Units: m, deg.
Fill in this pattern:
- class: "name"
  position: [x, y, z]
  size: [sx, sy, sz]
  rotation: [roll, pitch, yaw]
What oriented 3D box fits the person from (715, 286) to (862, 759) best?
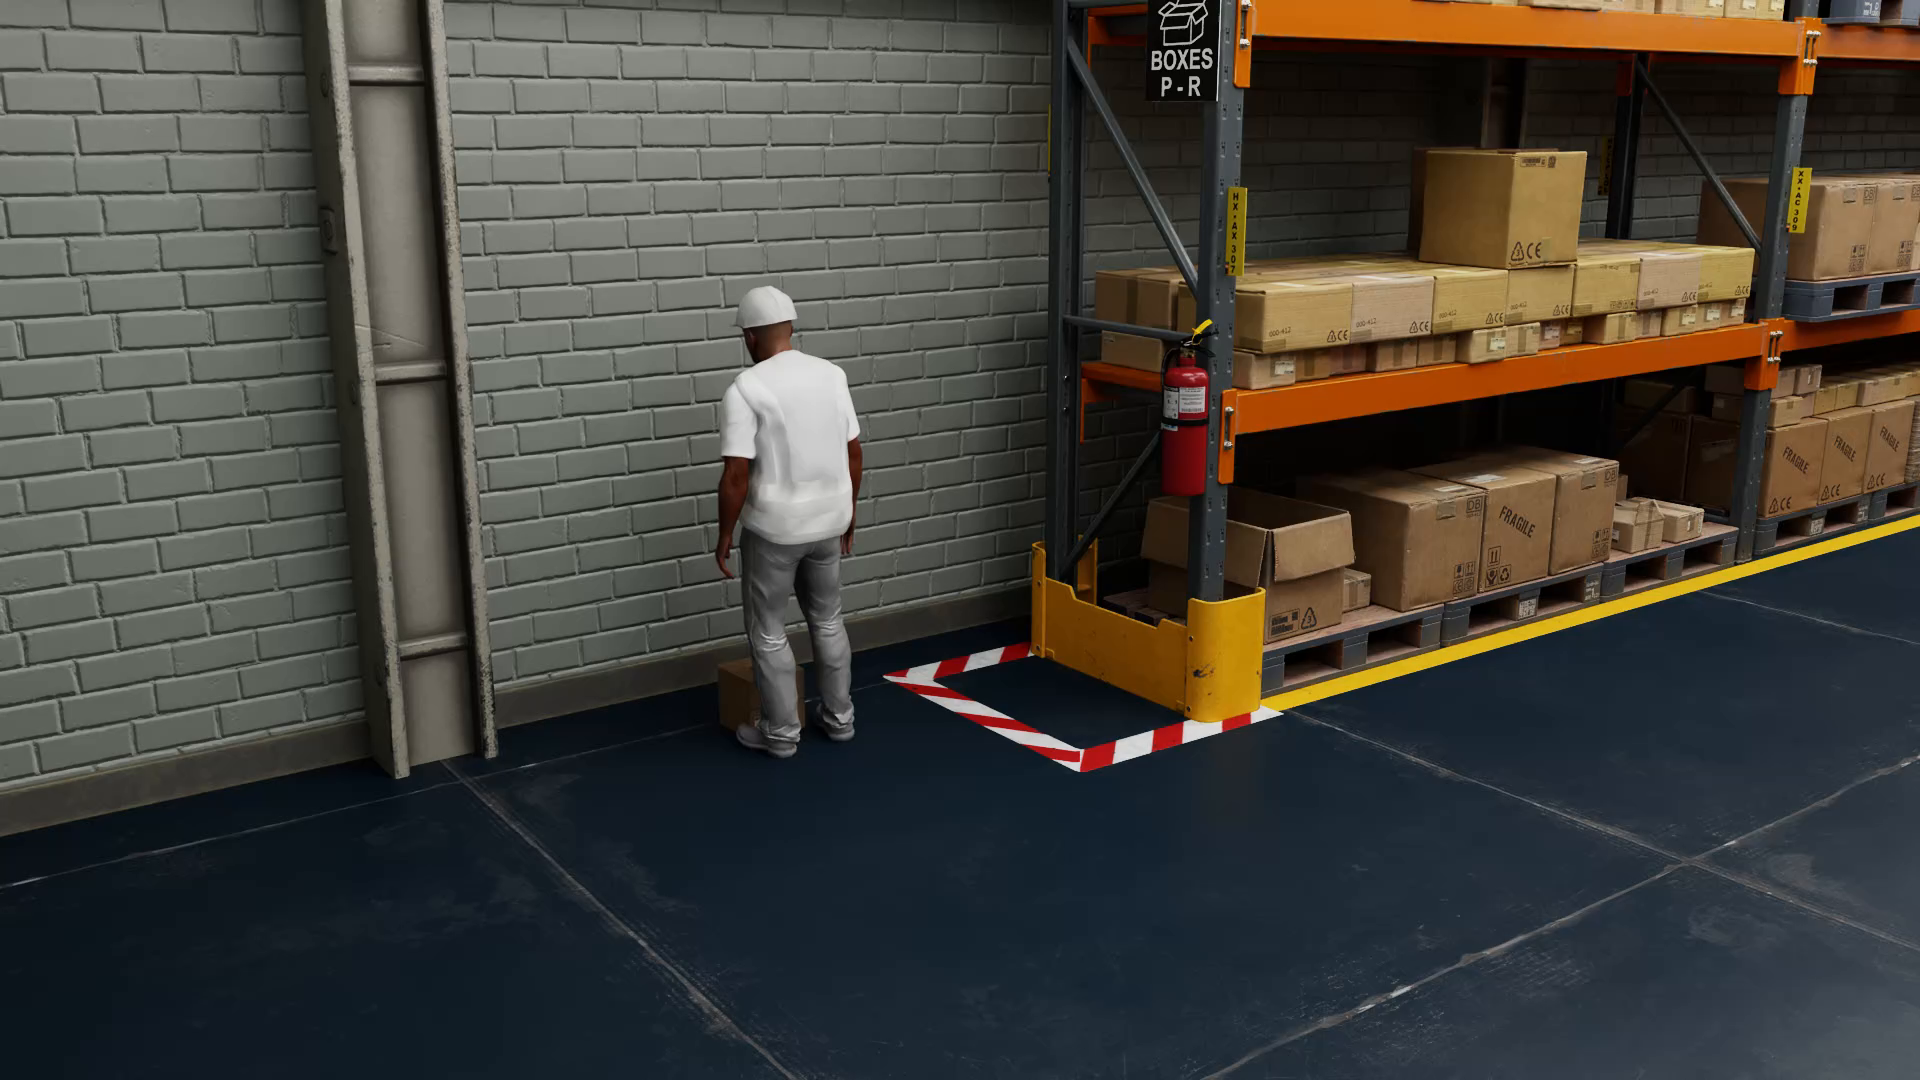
- class: "person"
  position: [-0.645, -0.066, 6.230]
  size: [0.629, 1.759, 0.460]
  rotation: [-11, 18, -38]
